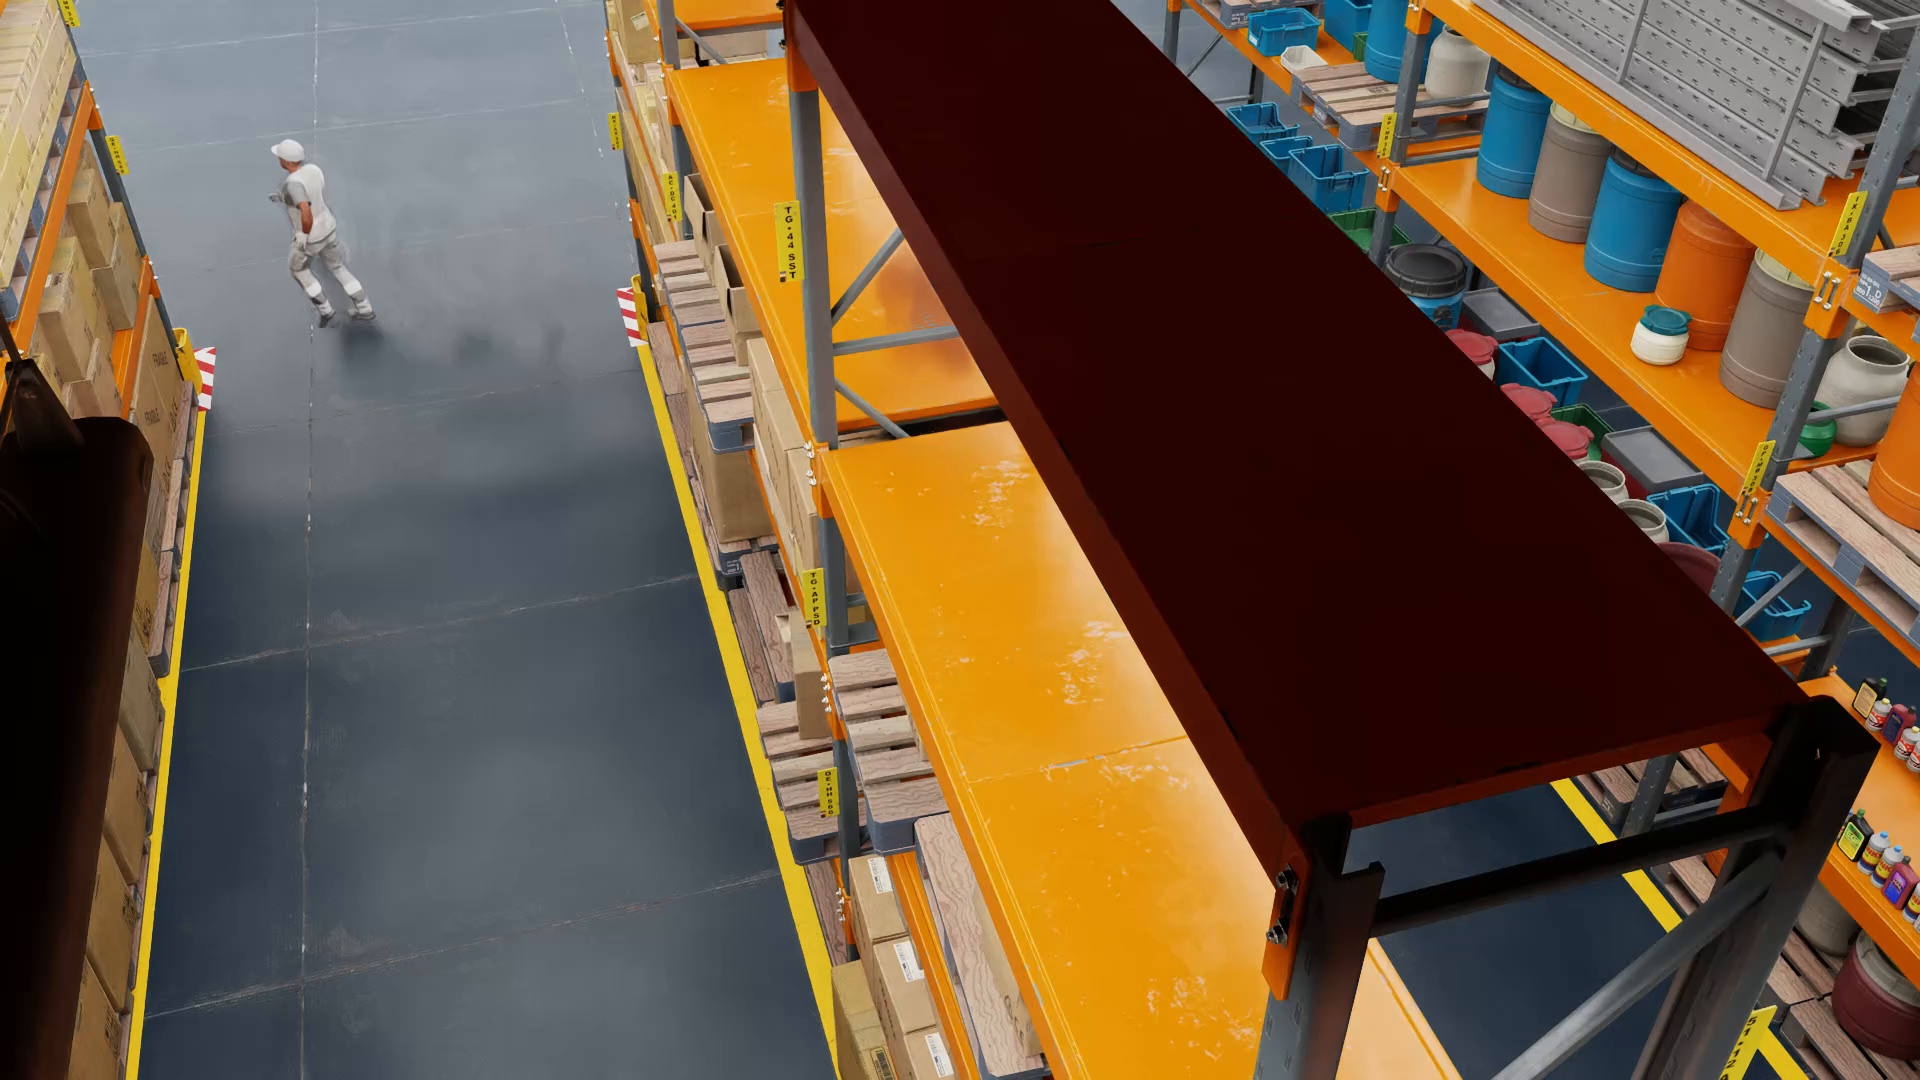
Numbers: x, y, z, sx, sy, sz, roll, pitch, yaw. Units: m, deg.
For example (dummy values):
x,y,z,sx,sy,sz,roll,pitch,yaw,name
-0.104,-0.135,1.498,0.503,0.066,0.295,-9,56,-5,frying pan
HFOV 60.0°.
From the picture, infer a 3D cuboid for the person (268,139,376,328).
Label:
x,y,z,sx,sy,sz,roll,pitch,yaw,name
-5.760,-2.686,14.814,0.802,1.847,0.632,12,40,14,person
